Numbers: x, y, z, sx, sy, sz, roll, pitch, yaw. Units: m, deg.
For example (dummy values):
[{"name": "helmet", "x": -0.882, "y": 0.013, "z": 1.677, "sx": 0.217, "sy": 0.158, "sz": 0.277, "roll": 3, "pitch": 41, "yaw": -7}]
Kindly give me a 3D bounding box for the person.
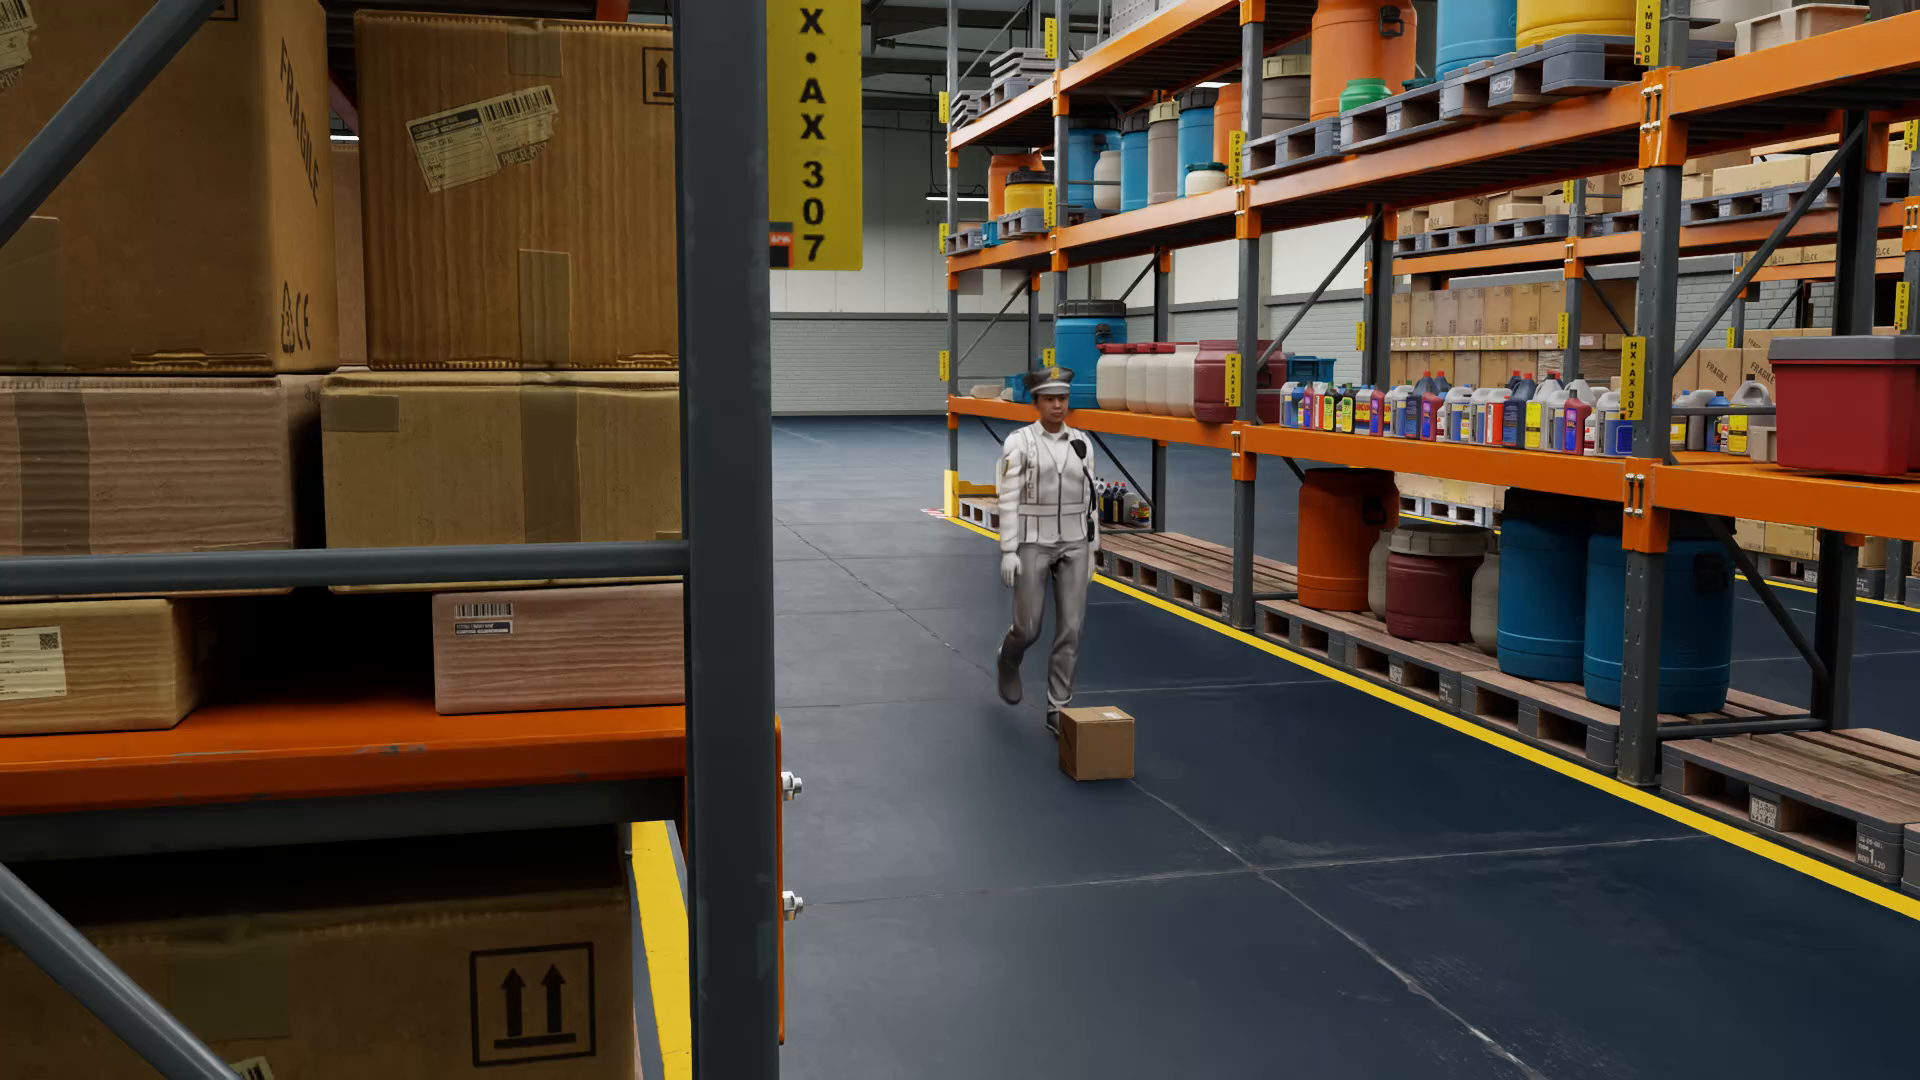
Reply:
[{"name": "person", "x": 0.409, "y": 0.034, "z": 7.639, "sx": 0.501, "sy": 1.664, "sz": 0.656, "roll": -2, "pitch": 6, "yaw": -16}]
